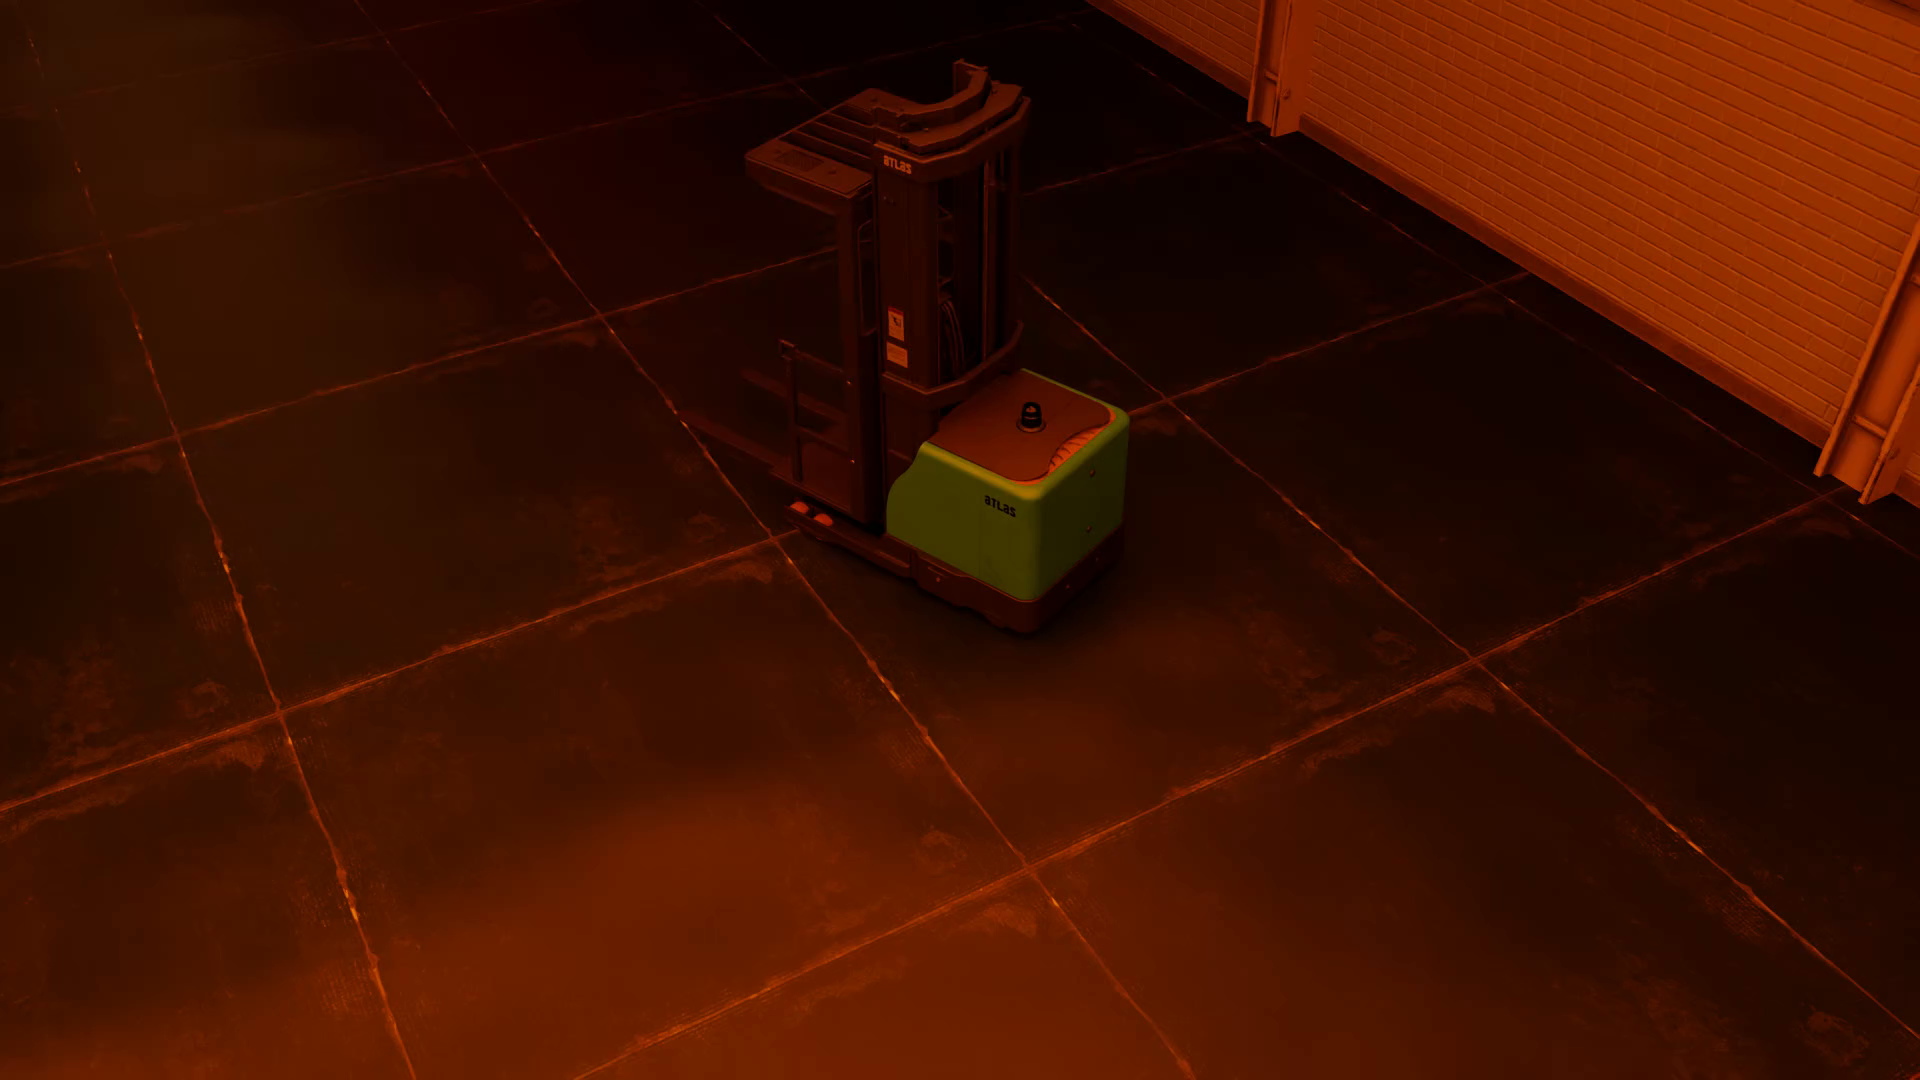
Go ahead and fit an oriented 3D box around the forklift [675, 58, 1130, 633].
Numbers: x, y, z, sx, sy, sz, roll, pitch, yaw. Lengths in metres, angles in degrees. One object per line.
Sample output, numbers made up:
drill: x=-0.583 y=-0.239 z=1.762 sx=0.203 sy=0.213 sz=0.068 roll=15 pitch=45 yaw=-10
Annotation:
forklift: x=-0.481 y=-1.366 z=9.683 sx=3.031 sy=2.935 sz=1.130 roll=26 pitch=46 yaw=28
